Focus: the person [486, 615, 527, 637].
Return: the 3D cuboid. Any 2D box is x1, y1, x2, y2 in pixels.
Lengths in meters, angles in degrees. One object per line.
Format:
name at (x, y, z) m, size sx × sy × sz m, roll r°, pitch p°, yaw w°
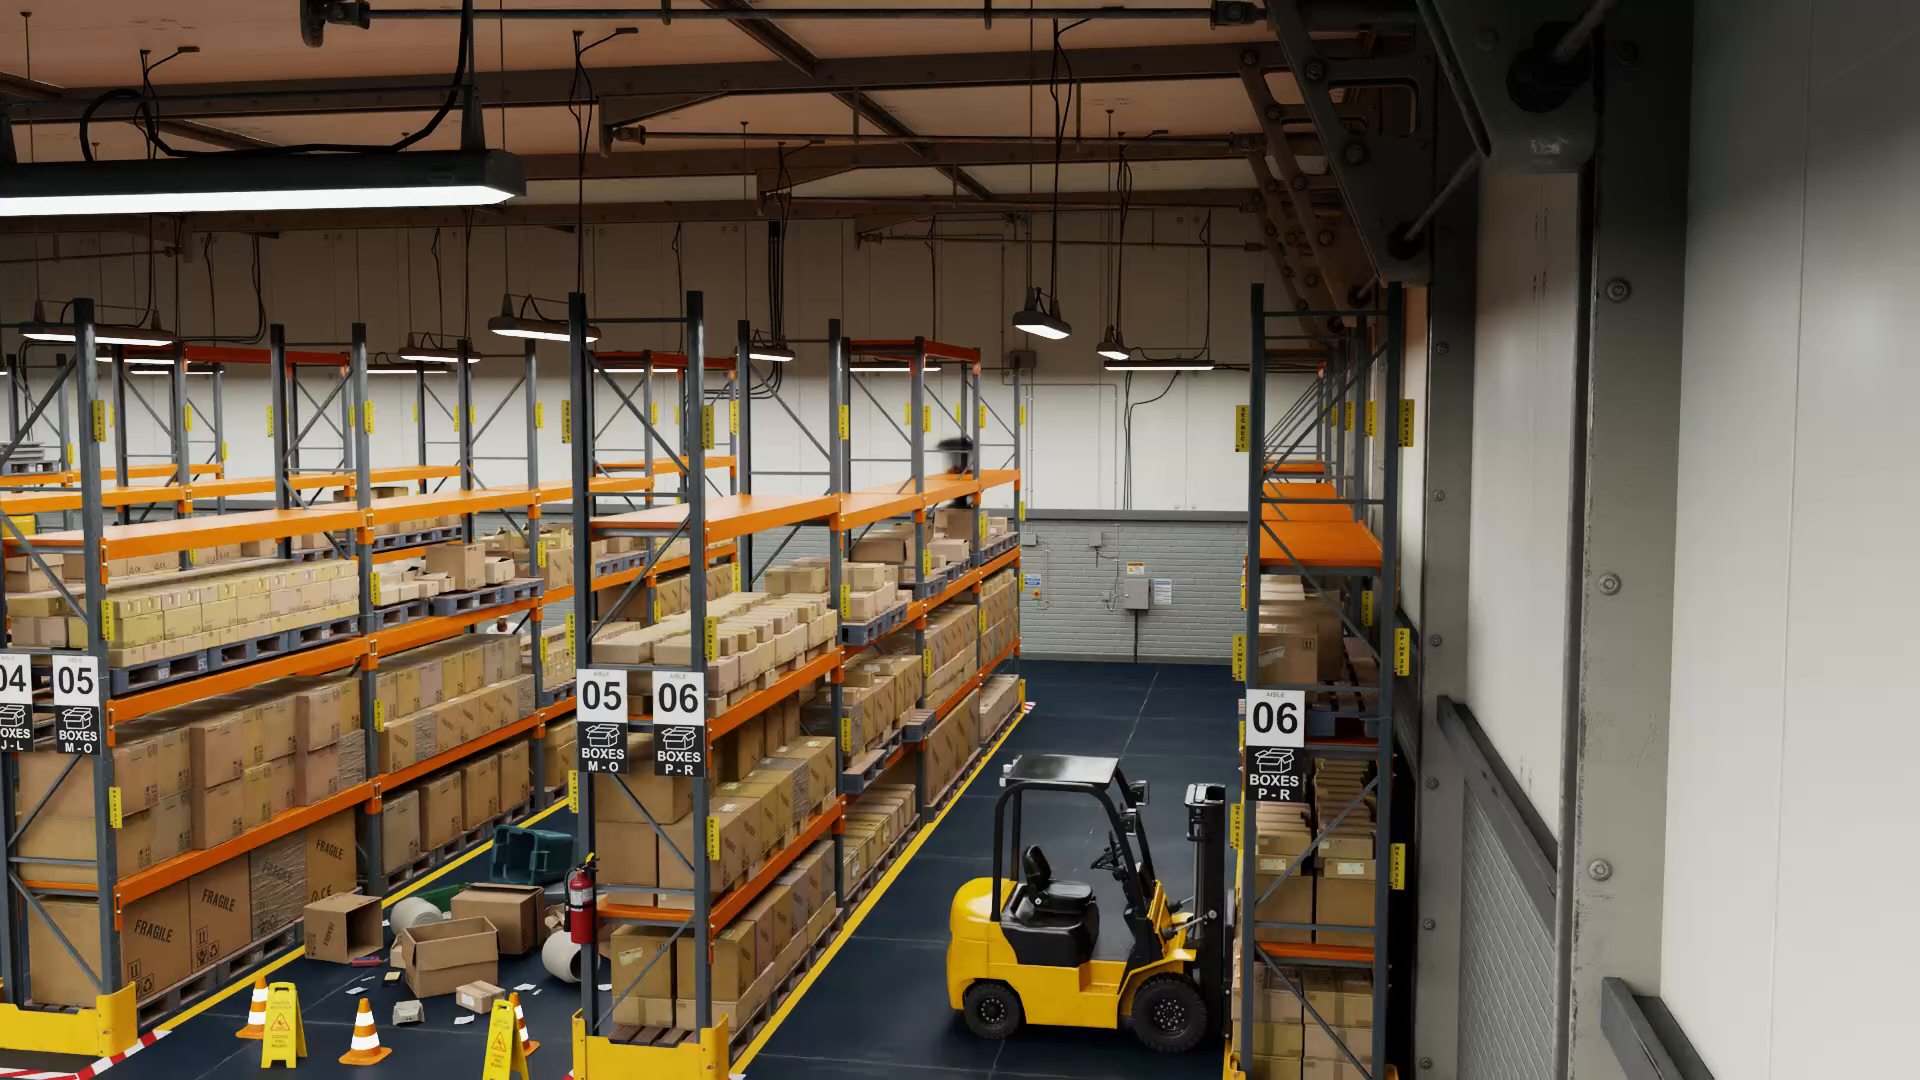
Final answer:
person at (-7.835, 2.025, 28.729) m, size 0.731 × 1.662 × 0.873 m, roll 0°, pitch 5°, yaw -4°
